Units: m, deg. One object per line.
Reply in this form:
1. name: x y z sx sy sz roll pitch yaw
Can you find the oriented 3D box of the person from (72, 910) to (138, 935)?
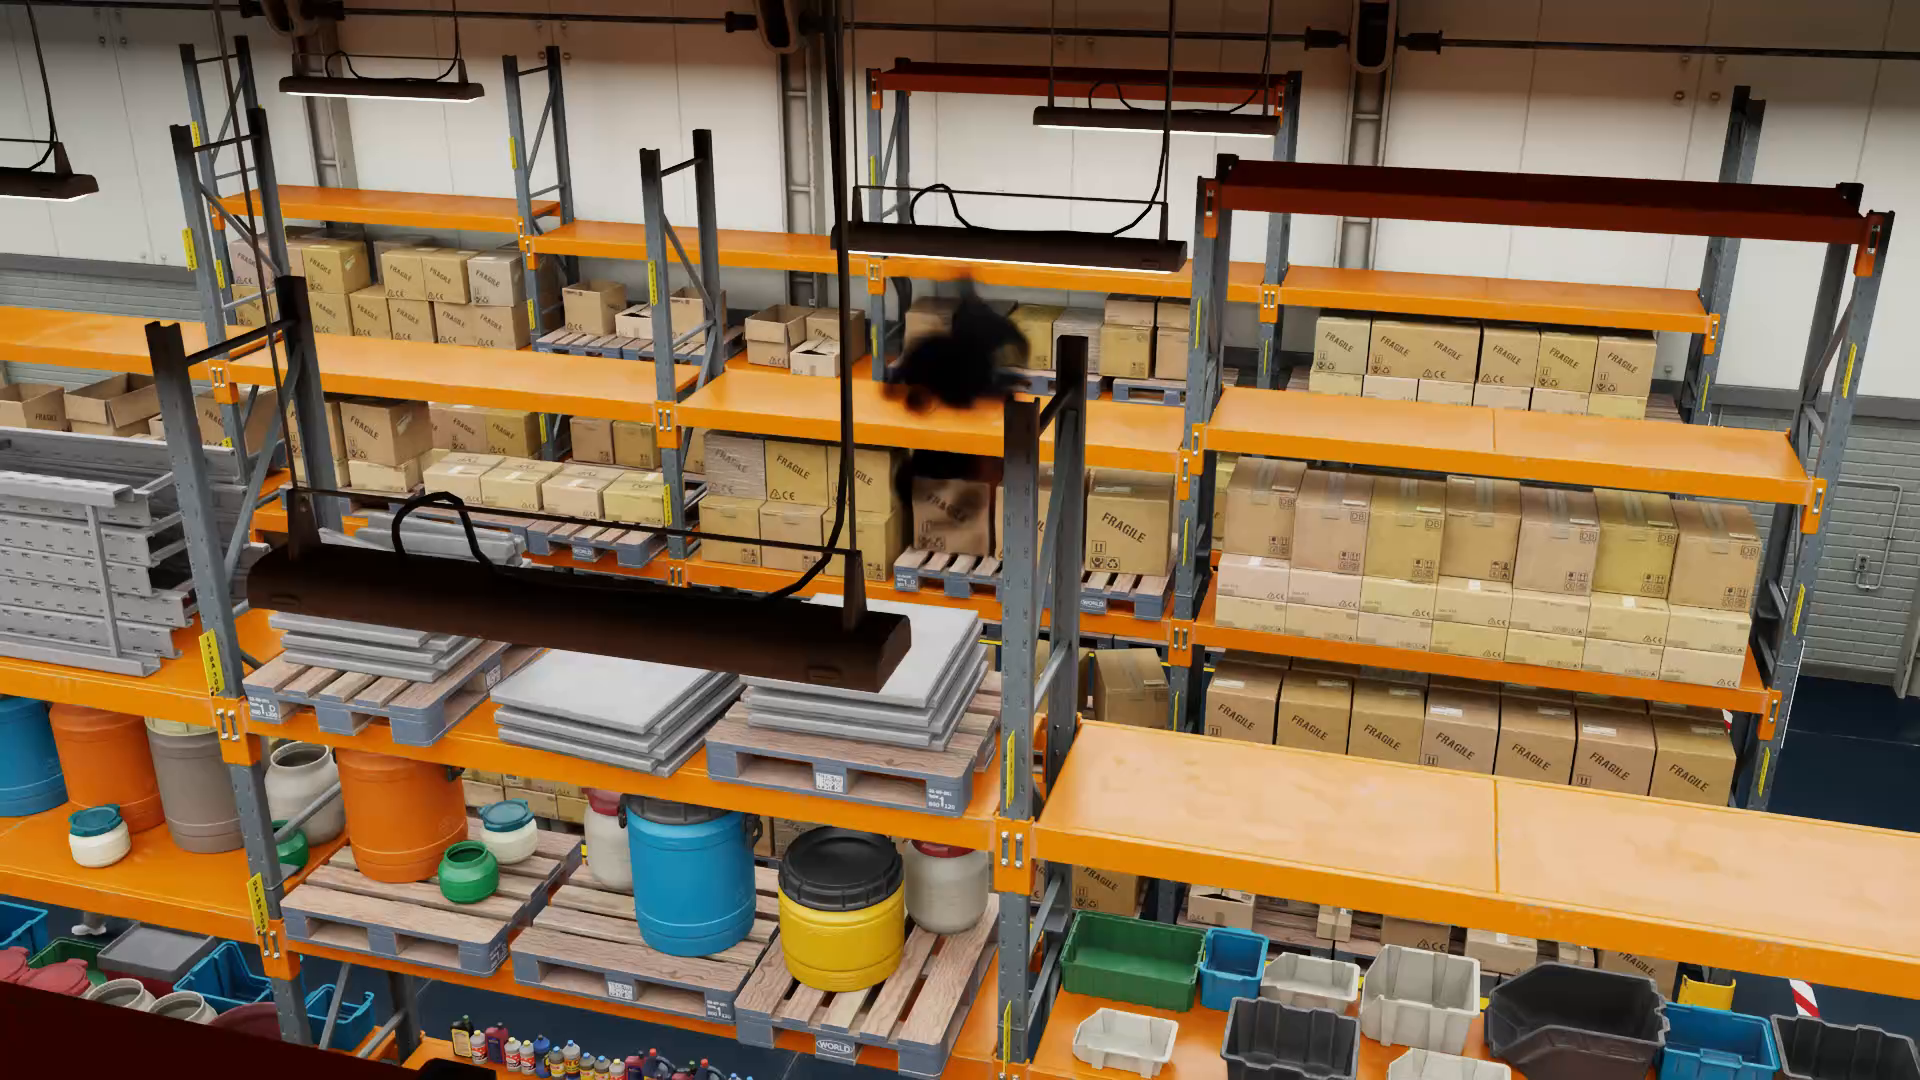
1. person: -6.659 2.392 12.867 0.866 1.675 0.574 5 23 11
